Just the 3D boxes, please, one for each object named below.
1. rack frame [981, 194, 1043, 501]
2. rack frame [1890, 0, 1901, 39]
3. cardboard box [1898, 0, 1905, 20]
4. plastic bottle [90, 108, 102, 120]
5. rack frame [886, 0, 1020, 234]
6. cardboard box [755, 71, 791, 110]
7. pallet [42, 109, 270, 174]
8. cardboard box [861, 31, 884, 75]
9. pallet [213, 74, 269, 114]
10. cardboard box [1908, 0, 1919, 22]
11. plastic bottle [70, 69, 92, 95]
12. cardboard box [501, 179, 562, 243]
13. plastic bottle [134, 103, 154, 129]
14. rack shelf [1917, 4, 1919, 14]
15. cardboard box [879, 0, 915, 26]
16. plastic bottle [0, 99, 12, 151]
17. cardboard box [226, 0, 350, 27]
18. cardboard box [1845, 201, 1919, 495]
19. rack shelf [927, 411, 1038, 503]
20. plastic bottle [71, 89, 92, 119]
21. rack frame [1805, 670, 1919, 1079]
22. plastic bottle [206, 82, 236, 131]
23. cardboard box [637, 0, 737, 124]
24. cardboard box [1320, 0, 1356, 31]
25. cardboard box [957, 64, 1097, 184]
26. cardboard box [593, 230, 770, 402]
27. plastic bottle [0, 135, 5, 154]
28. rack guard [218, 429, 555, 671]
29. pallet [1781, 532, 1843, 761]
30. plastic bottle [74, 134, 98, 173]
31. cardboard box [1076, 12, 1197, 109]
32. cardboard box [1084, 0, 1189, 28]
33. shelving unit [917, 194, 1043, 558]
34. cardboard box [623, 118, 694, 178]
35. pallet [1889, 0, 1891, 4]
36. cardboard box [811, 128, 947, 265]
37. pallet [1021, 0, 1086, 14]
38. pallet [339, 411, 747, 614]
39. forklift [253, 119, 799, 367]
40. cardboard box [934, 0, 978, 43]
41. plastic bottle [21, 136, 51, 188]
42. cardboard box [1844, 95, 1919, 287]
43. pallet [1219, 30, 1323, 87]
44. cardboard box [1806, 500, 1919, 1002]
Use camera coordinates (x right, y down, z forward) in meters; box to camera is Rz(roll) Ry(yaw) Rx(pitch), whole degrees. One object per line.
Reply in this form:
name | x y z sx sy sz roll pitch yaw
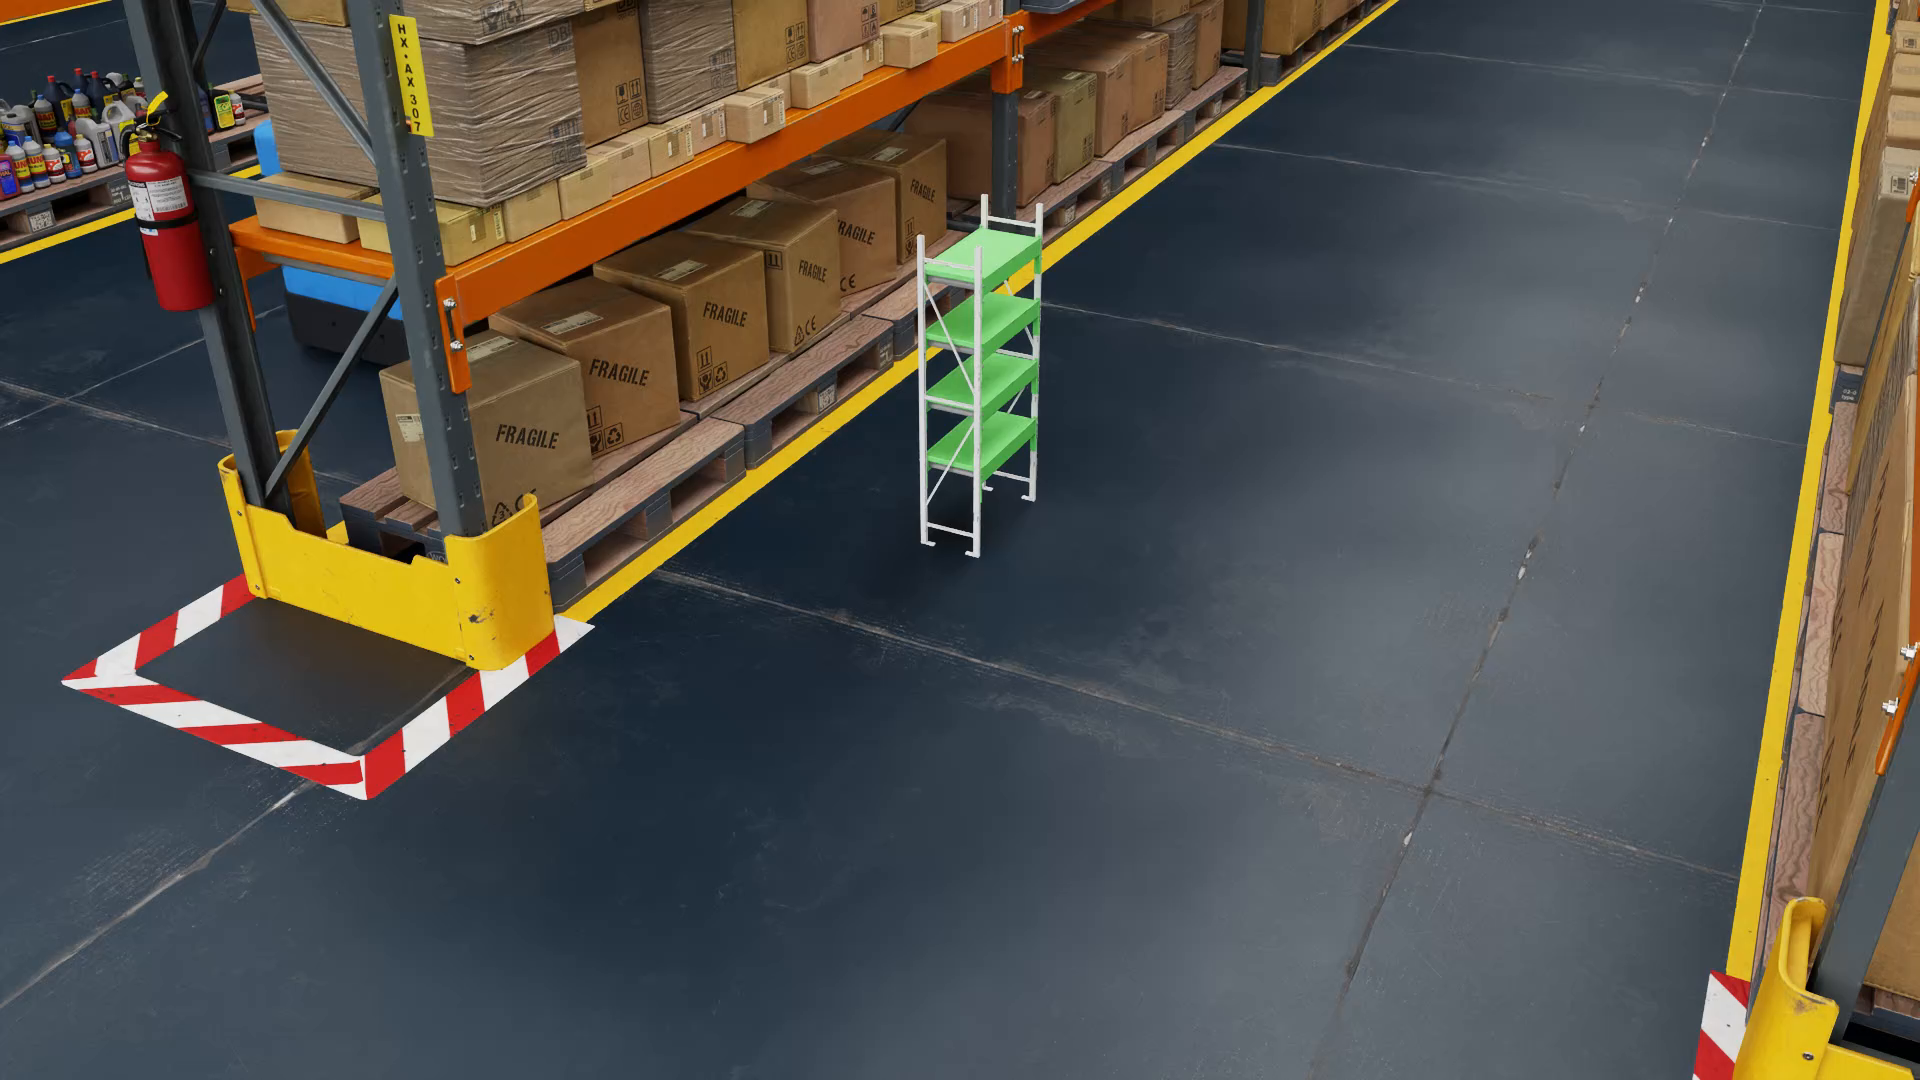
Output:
rack frame | 0.187 -0.702 6.267 0.240 1.200 0.015 14 33 23
rack frame | 7.832 -5.181 12.260 1.000 3.000 0.127 14 33 23
cardboard box | 7.020 -3.777 11.903 0.500 0.500 0.500 16 33 25
plastic bottle | -4.965 -2.373 9.657 0.061 0.283 0.133 14 33 23
rack frame | -0.181 -2.804 8.121 1.000 3.000 0.127 14 33 23
cardboard box | -0.896 -1.778 6.587 0.380 0.149 0.250 14 33 23
pallet | -4.934 -2.430 10.270 1.003 0.211 1.213 14 33 23
cardboard box | -0.553 -2.110 7.165 0.380 0.149 0.250 14 33 23
pallet | -4.267 -3.076 11.394 1.003 0.211 1.213 14 33 23
cardboard box | 6.088 -3.193 10.134 0.500 0.250 0.500 13 33 22
plastic bottle | -5.328 -2.706 10.169 0.144 0.351 0.185 15 33 25
cardboard box | -1.531 -1.101 5.407 0.380 0.149 0.250 14 33 23
plastic bottle | -4.752 -2.423 9.743 0.061 0.283 0.133 17 34 27
rack shelf | 6.921 -3.982 10.895 1.077 0.370 4.000 14 33 23
cardboard box | -0.701 -2.577 7.327 0.875 0.500 0.500 14 33 23
plastic bottle | -5.607 -2.434 9.695 0.144 0.351 0.185 14 33 23
cardboard box | -1.973 -1.937 5.207 0.500 0.500 0.500 14 33 23
cardboard box | 3.839 -0.632 6.050 0.875 0.875 0.875 15 33 24
rack shelf | 0.075 -0.330 6.230 0.258 0.148 0.480 14 33 23
plastic bottle | -5.286 -2.580 10.029 0.097 0.271 0.097 0 30 0
rack frame | 2.363 0.138 2.997 0.949 2.616 0.053 14 33 23
plastic bottle | -4.516 -2.653 10.143 0.061 0.283 0.133 16 34 26
cardboard box | -1.341 -1.902 6.150 0.875 0.500 0.500 14 33 23
cardboard box | 2.387 -4.533 12.843 1.225 0.875 0.875 14 33 23
cardboard box | 0.352 -2.386 9.460 0.700 0.500 0.500 14 33 23
cardboard box | -1.160 -0.948 6.977 0.500 0.500 0.500 18 34 28
plastic bottle | -5.565 -2.279 9.574 0.097 0.201 0.097 0 30 0
rack guard | -1.969 0.019 5.714 1.175 0.500 0.348 14 33 23
pallet | 3.217 0.437 5.277 1.003 0.211 1.213 14 33 23
plastic bottle | -4.969 -2.196 9.431 0.097 0.201 0.097 0 30 0
cardboard box | 1.112 -3.134 10.764 0.700 0.500 0.500 12 32 19
cardboard box | 1.130 -3.468 10.593 0.500 0.250 0.500 18 35 29
shelving unit | 0.075 -0.594 6.079 0.258 1.200 0.503 14 33 23
cardboard box | -1.188 -1.433 5.985 0.380 0.149 0.250 14 33 23
pallet | 8.661 -4.820 14.432 1.003 0.211 1.213 14 33 23
cardboard box | -0.399 -1.734 8.346 0.500 0.500 0.500 13 32 22
pallet | 0.296 -3.027 8.701 1.003 0.211 1.213 14 33 23
pallet | -1.567 -0.208 6.399 1.003 0.211 1.213 14 33 23
forklift | -1.957 -2.682 7.977 1.130 2.935 3.031 16 33 25
cardboard box | -0.140 -2.425 7.712 0.380 0.149 0.250 14 33 23
plastic bottle | -5.108 -2.092 9.178 0.097 0.271 0.097 0 30 0
cardboard box | 4.834 -1.563 7.797 1.050 0.750 0.750 14 33 23
pallet | 2.067 -3.701 12.482 1.003 0.211 1.213 14 33 23
cardboard box | 2.616 0.563 3.970 0.875 0.875 0.875 14 33 24
